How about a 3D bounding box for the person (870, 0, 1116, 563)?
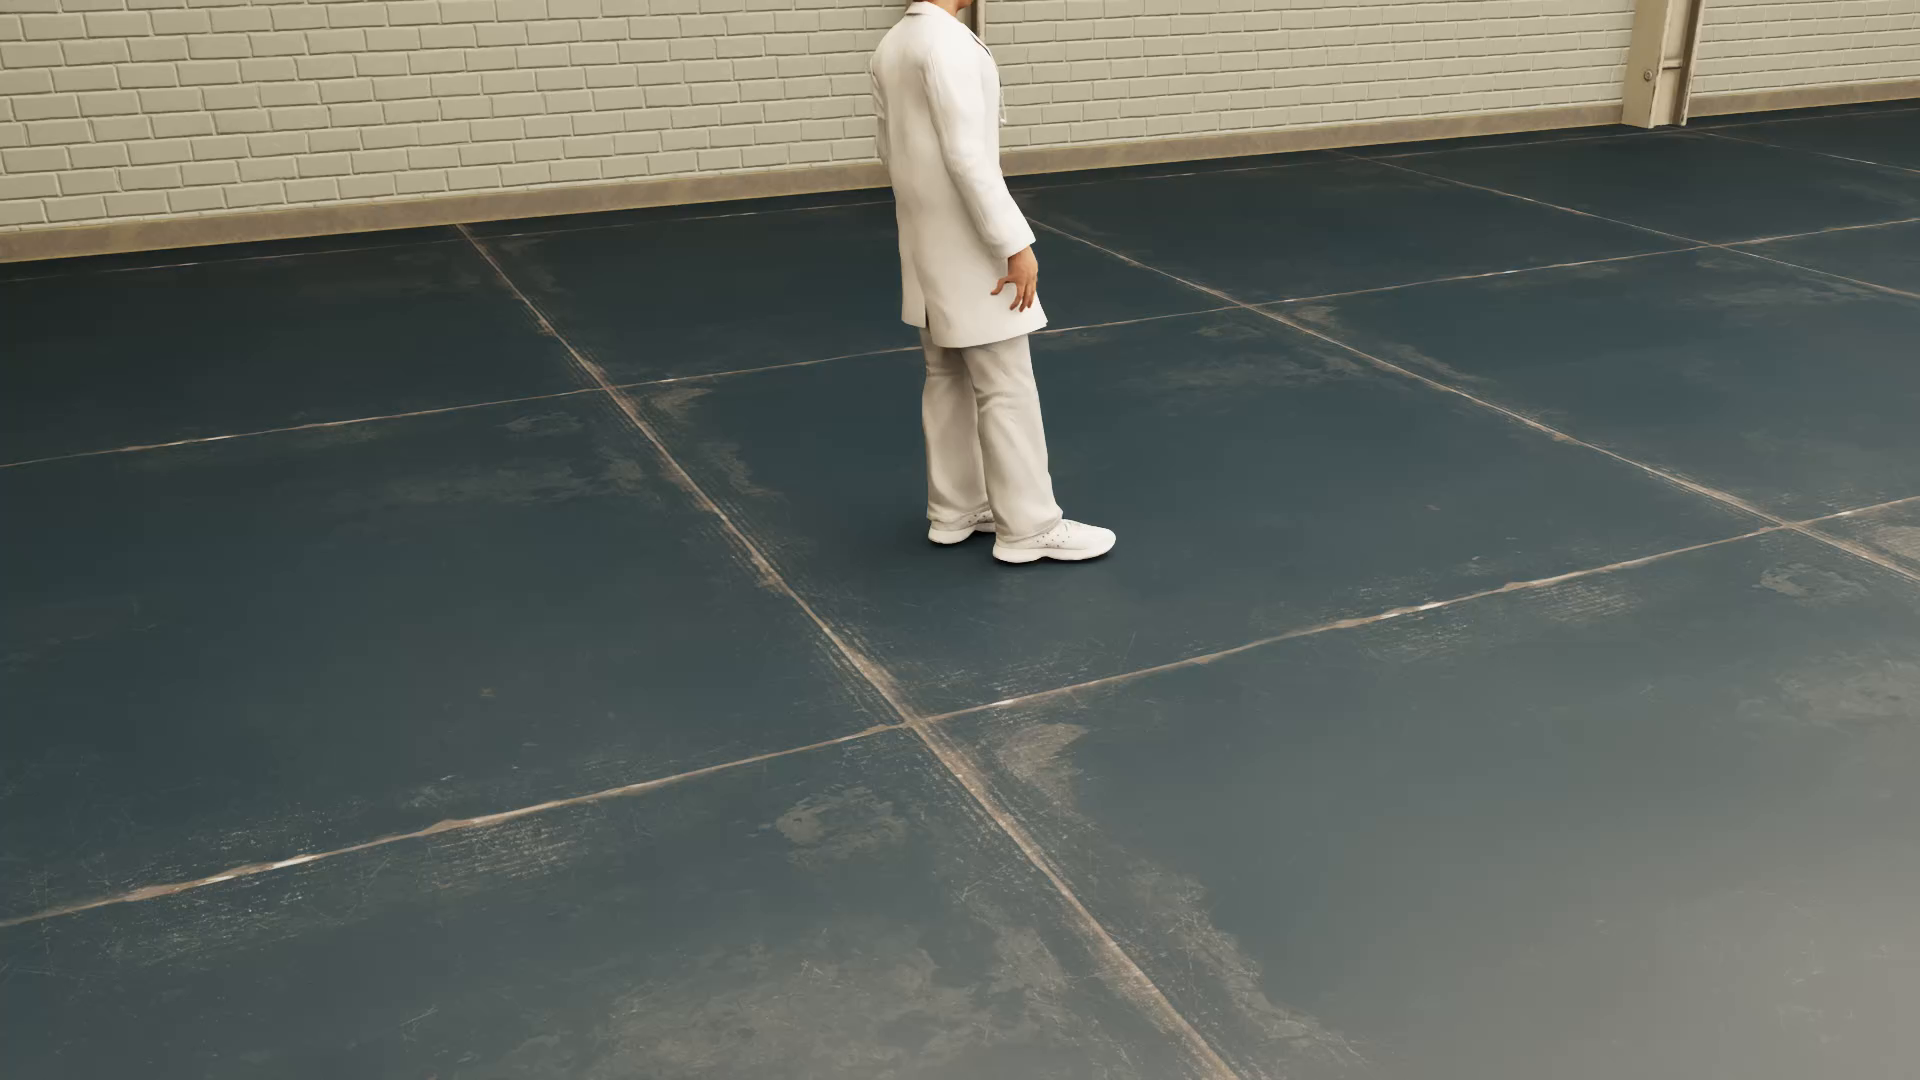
[{"bbox_3d":[0.084,-0.840,4.794,0.581,1.775,0.696,-10,25,-23],"label":"person"}]
